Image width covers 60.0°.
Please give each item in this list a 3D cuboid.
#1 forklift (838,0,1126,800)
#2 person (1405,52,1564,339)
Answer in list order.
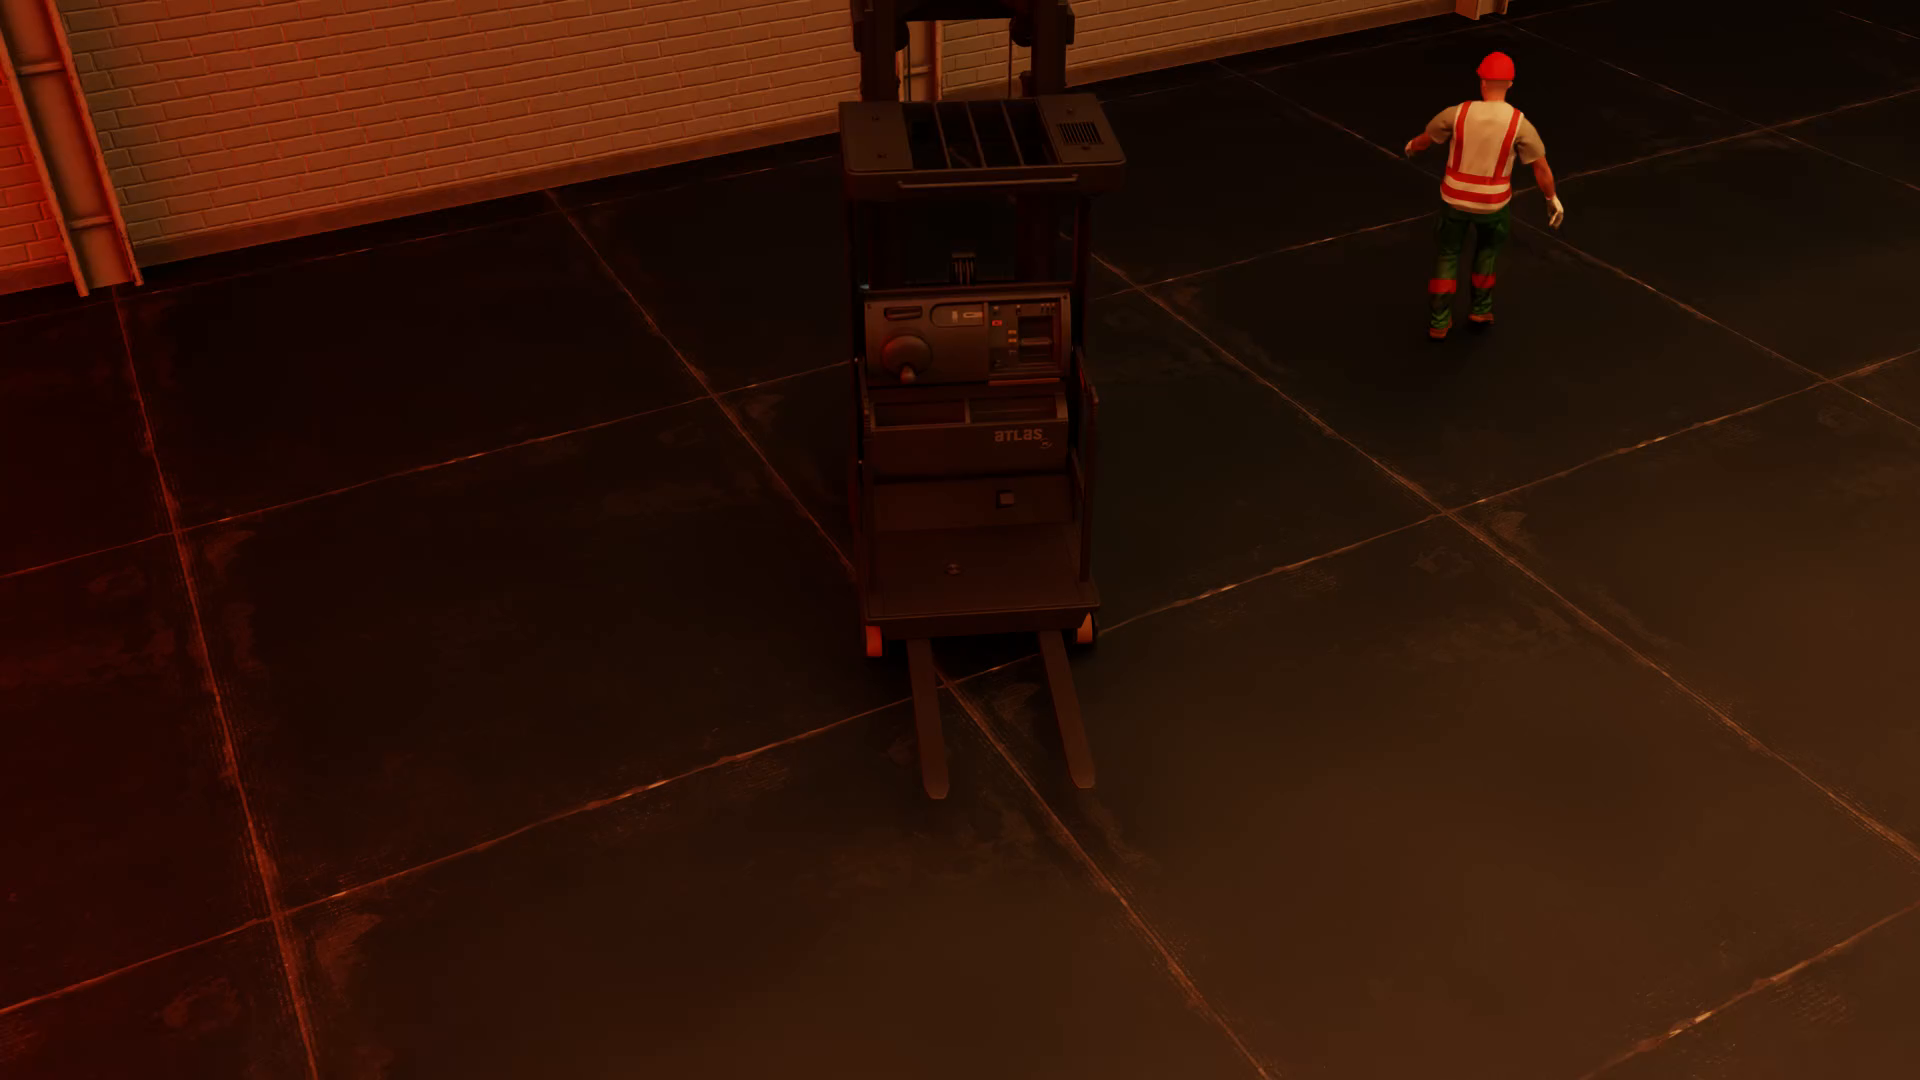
[{"bbox_3d":[0.061,-0.846,7.320,1.130,2.935,3.031,-3,35,-5],"label":"forklift"},{"bbox_3d":[3.144,-2.073,10.070,1.008,1.814,0.579,15,38,20],"label":"person"}]
